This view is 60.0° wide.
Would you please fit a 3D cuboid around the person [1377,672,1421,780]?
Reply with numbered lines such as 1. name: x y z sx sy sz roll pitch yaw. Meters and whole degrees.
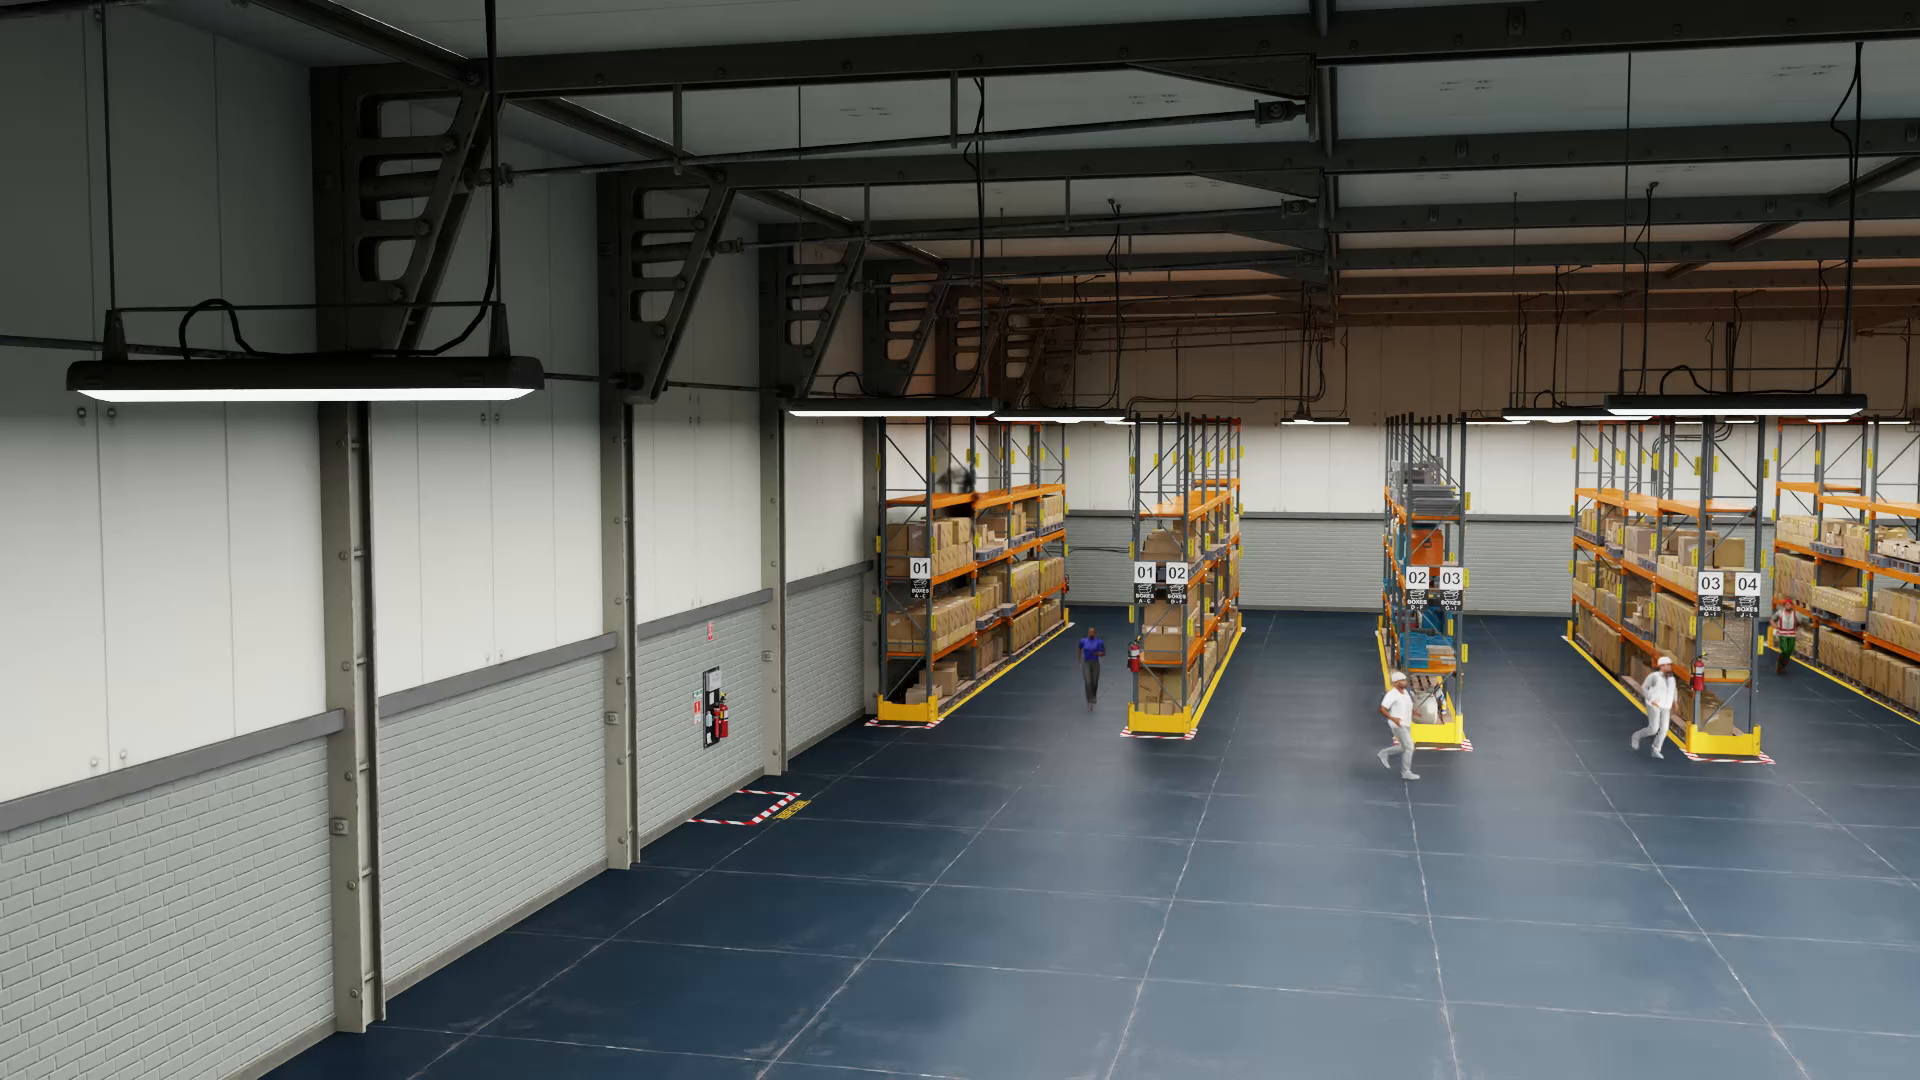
1. person: 7.165 3.020 27.176 0.795 1.732 0.712 3 5 40

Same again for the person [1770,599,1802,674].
1. person: 19.109 2.240 38.391 0.625 1.762 0.659 1 4 11

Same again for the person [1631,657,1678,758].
1. person: 12.222 2.895 29.057 0.727 1.730 0.696 -1 4 -16

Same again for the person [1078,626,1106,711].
1. person: 2.682 2.566 33.843 0.567 1.631 0.896 0 4 2
